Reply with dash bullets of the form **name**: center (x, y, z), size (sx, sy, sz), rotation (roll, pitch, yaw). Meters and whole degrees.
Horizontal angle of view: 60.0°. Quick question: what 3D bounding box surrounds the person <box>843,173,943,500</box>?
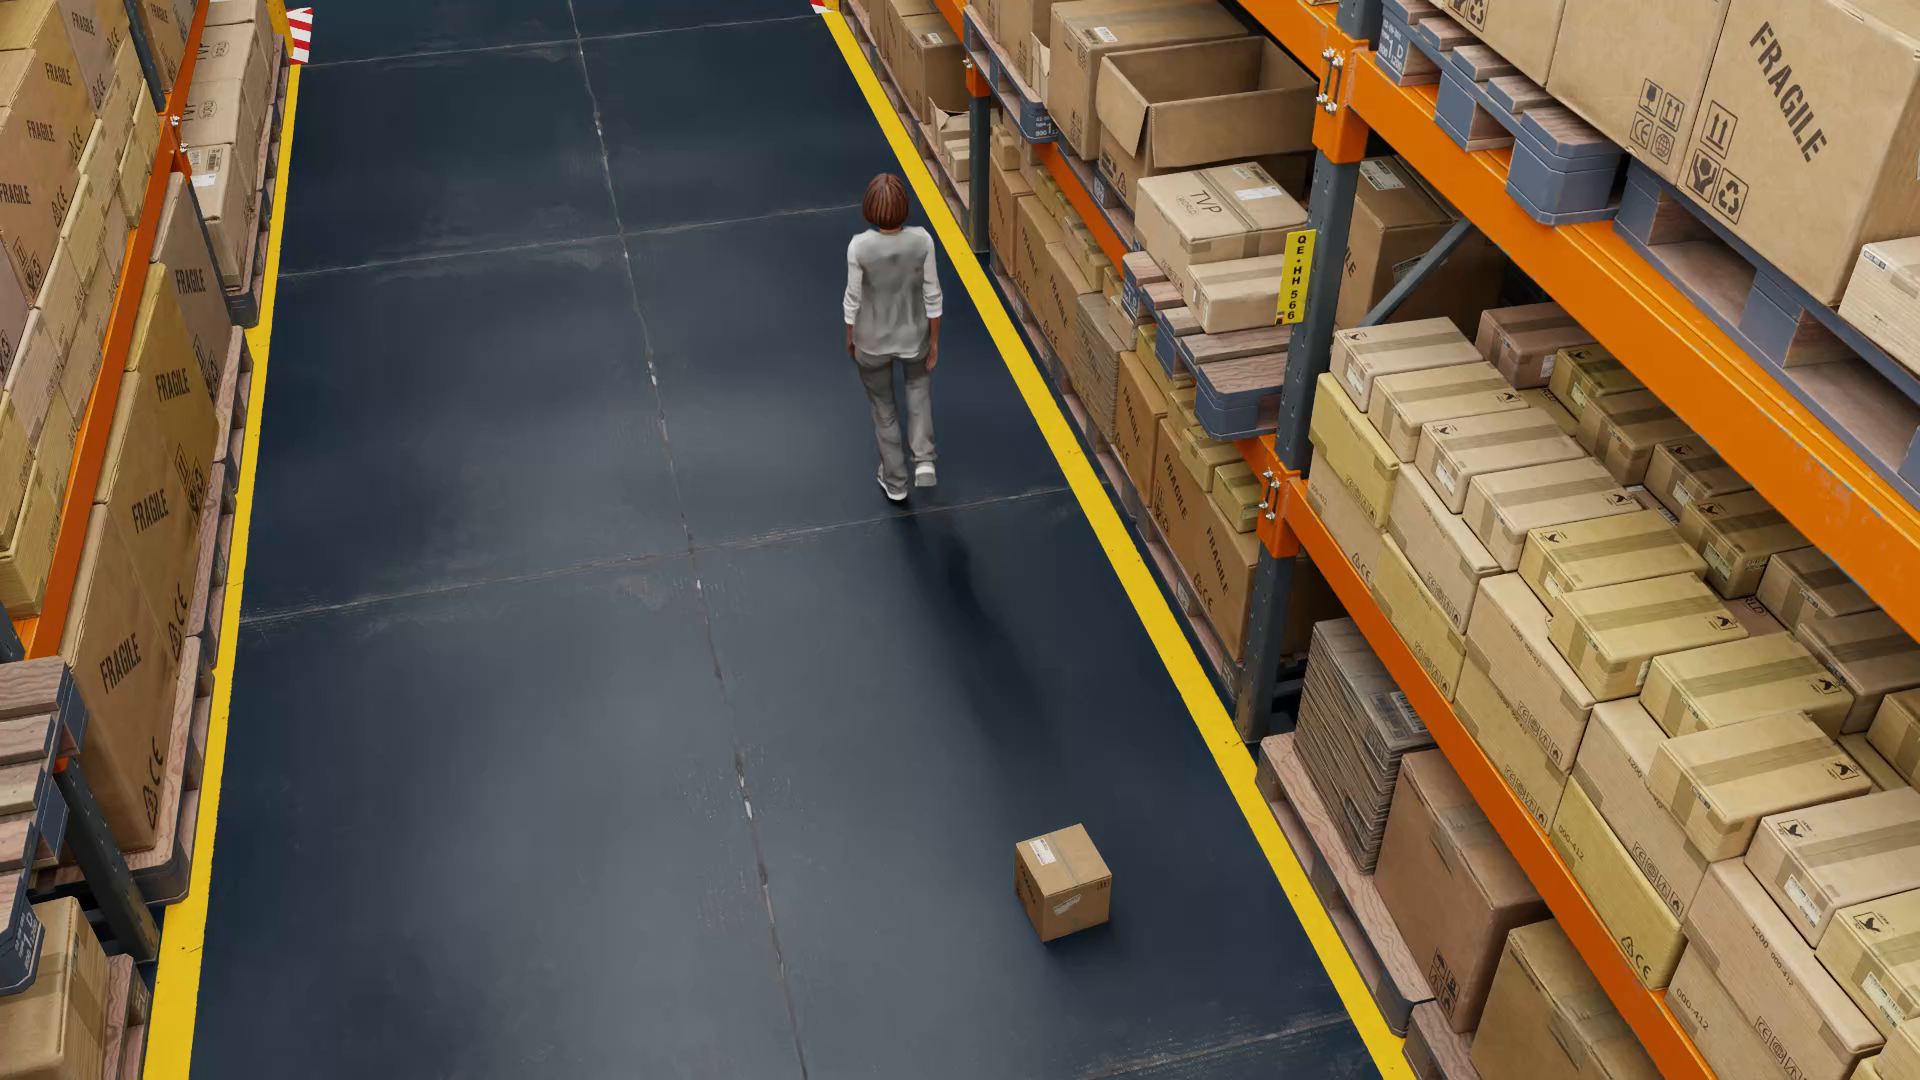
- **person**: center (-0.294, -0.874, 7.212), size (0.414, 1.591, 0.409), rotation (-9, 40, -11)
